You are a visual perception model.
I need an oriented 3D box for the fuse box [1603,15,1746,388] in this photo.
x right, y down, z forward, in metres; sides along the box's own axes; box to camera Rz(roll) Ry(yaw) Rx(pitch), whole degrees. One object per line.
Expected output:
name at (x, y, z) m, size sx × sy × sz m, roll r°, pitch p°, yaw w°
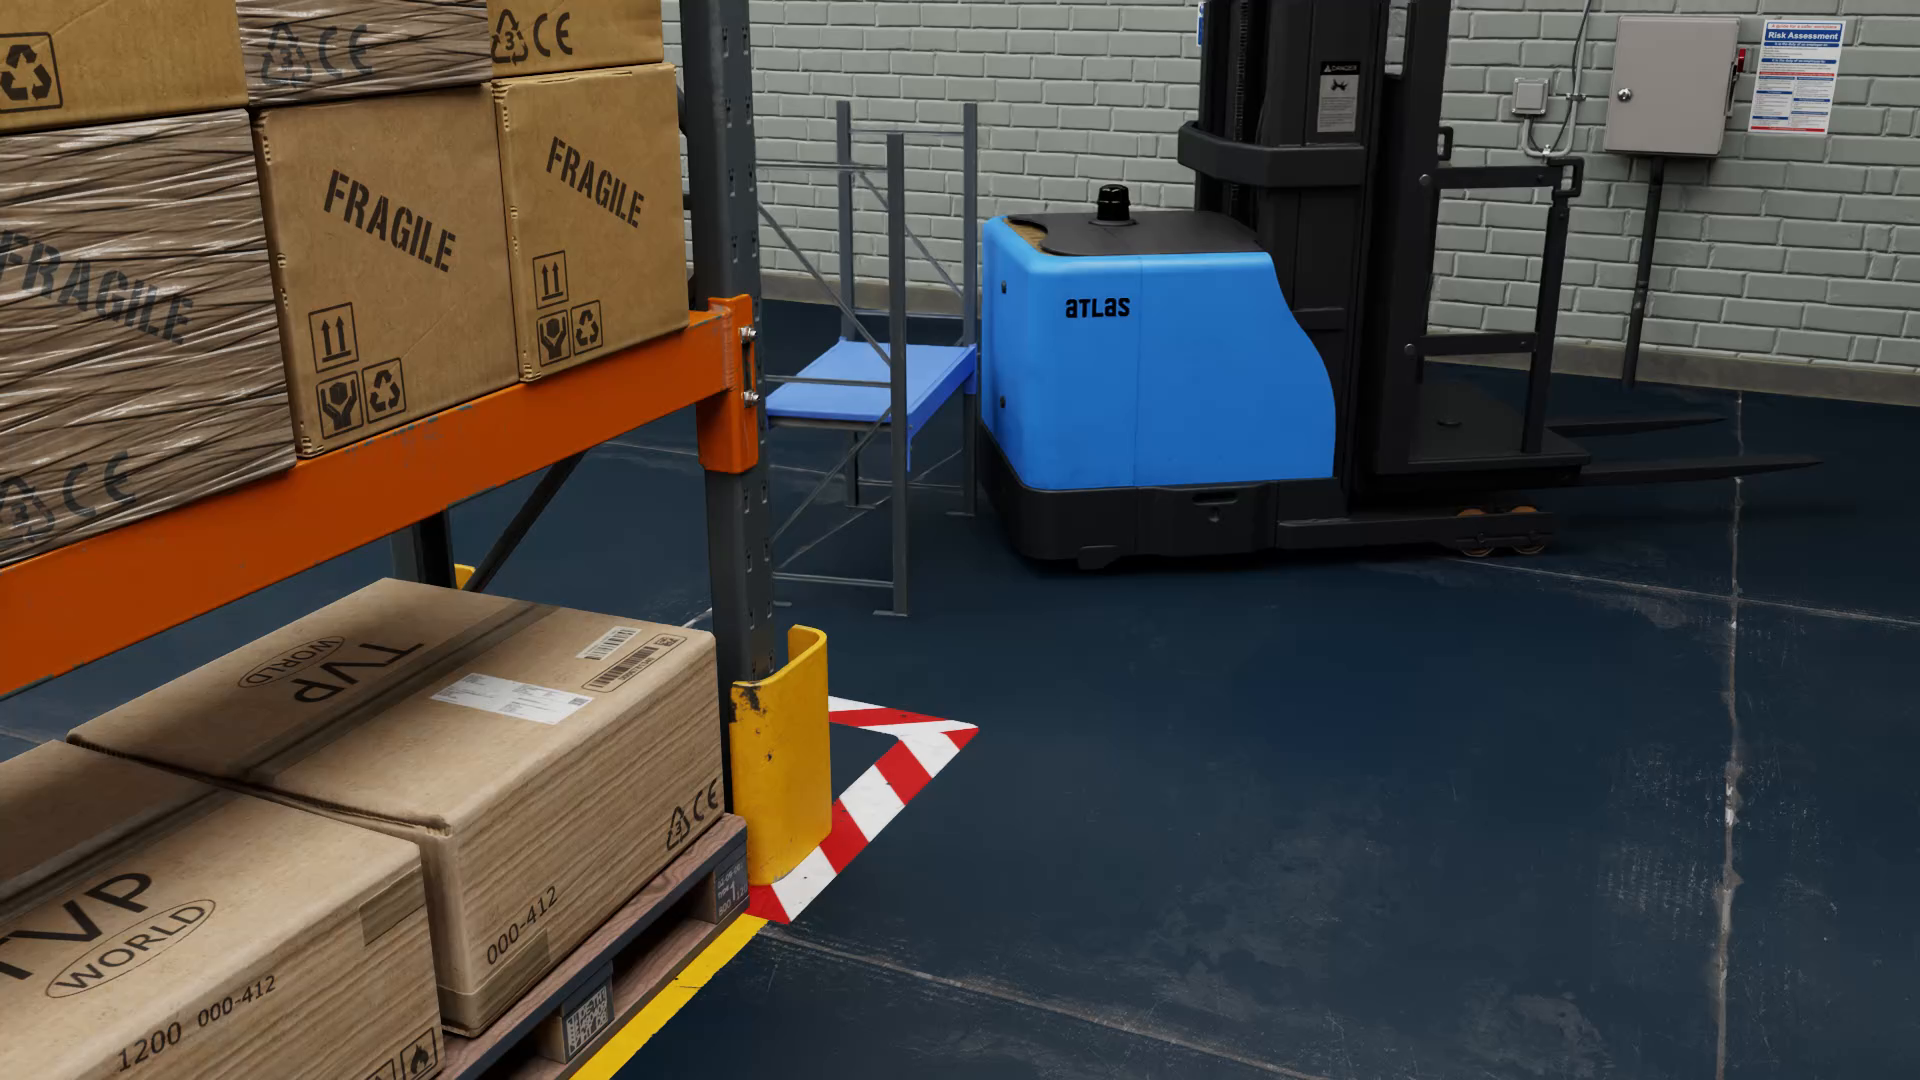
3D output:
fuse box at (3.244, -1.535, 7.730) m, size 0.539 × 1.711 × 0.414 m, roll 9°, pitch 21°, yaw 23°

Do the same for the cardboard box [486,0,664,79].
cardboard box at (-0.881, -1.086, 2.904) m, size 0.500 × 0.500 × 0.500 m, roll 9°, pitch 22°, yaw 24°

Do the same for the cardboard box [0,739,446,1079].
cardboard box at (-1.447, 0.758, 2.558) m, size 0.875 × 0.438 × 0.875 m, roll 9°, pitch 22°, yaw 24°

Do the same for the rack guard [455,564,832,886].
rack guard at (-0.891, 0.423, 4.034) m, size 1.175 × 0.500 × 0.348 m, roll 9°, pitch 21°, yaw 23°

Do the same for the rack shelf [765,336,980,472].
rack shelf at (-0.298, -0.477, 5.609) m, size 0.538 × 0.185 × 1.000 m, roll 4°, pitch 20°, yaw 12°

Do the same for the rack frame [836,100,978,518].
rack frame at (-0.186, -0.813, 6.016) m, size 0.500 × 1.500 × 0.032 m, roll 4°, pitch 20°, yaw 12°

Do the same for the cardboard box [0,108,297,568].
cardboard box at (-1.278, -0.301, 2.189) m, size 0.500 × 0.500 × 0.500 m, roll 9°, pitch 22°, yaw 24°

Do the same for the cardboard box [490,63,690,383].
cardboard box at (-0.857, -0.611, 3.061) m, size 0.500 × 0.500 × 0.500 m, roll 9°, pitch 21°, yaw 23°

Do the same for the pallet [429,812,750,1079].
pallet at (-1.157, 0.821, 3.344) m, size 1.003 × 0.211 × 1.213 m, roll 9°, pitch 21°, yaw 23°

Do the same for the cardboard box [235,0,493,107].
cardboard box at (-1.068, -0.922, 2.443) m, size 0.500 × 0.500 × 0.500 m, roll 9°, pitch 21°, yaw 23°

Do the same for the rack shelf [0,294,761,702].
rack shelf at (-1.720, 0.203, 1.996) m, size 1.077 × 0.370 × 4.000 m, roll 9°, pitch 21°, yaw 23°

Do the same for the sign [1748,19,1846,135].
sign at (3.779, -2.092, 7.518) m, size 0.329 × 0.494 × 0.001 m, roll 9°, pitch 21°, yaw 23°

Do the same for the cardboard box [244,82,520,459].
cardboard box at (-1.076, -0.460, 2.635) m, size 0.500 × 0.500 × 0.500 m, roll 8°, pitch 21°, yaw 22°

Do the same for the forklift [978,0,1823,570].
forklift at (1.631, -1.492, 5.791) m, size 3.031 × 2.935 × 1.130 m, roll -3°, pitch 20°, yaw -8°

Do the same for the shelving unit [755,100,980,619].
shelving unit at (-0.298, -0.647, 5.549) m, size 0.538 × 1.500 × 1.048 m, roll 4°, pitch 20°, yaw 12°

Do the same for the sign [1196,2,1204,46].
sign at (1.368, -2.627, 8.476) m, size 0.327 × 0.218 × 0.001 m, roll 9°, pitch 21°, yaw 23°

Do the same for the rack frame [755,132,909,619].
rack frame at (-0.409, -0.480, 5.081) m, size 0.500 × 1.500 × 0.032 m, roll 4°, pitch 20°, yaw 12°

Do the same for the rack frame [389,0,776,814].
rack frame at (-0.901, -0.748, 3.594) m, size 1.000 × 3.000 × 0.127 m, roll 9°, pitch 21°, yaw 23°

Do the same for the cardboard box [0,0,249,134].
cardboard box at (-1.274, -0.771, 2.019) m, size 0.500 × 0.500 × 0.500 m, roll 8°, pitch 21°, yaw 22°

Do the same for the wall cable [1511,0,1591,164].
wall cable at (2.686, -2.762, 7.743) m, size 0.588 × 1.984 × 0.122 m, roll 9°, pitch 21°, yaw 23°

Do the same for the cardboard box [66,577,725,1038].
cardboard box at (-1.080, 0.477, 3.348) m, size 0.875 × 0.438 × 0.875 m, roll 8°, pitch 21°, yaw 21°
